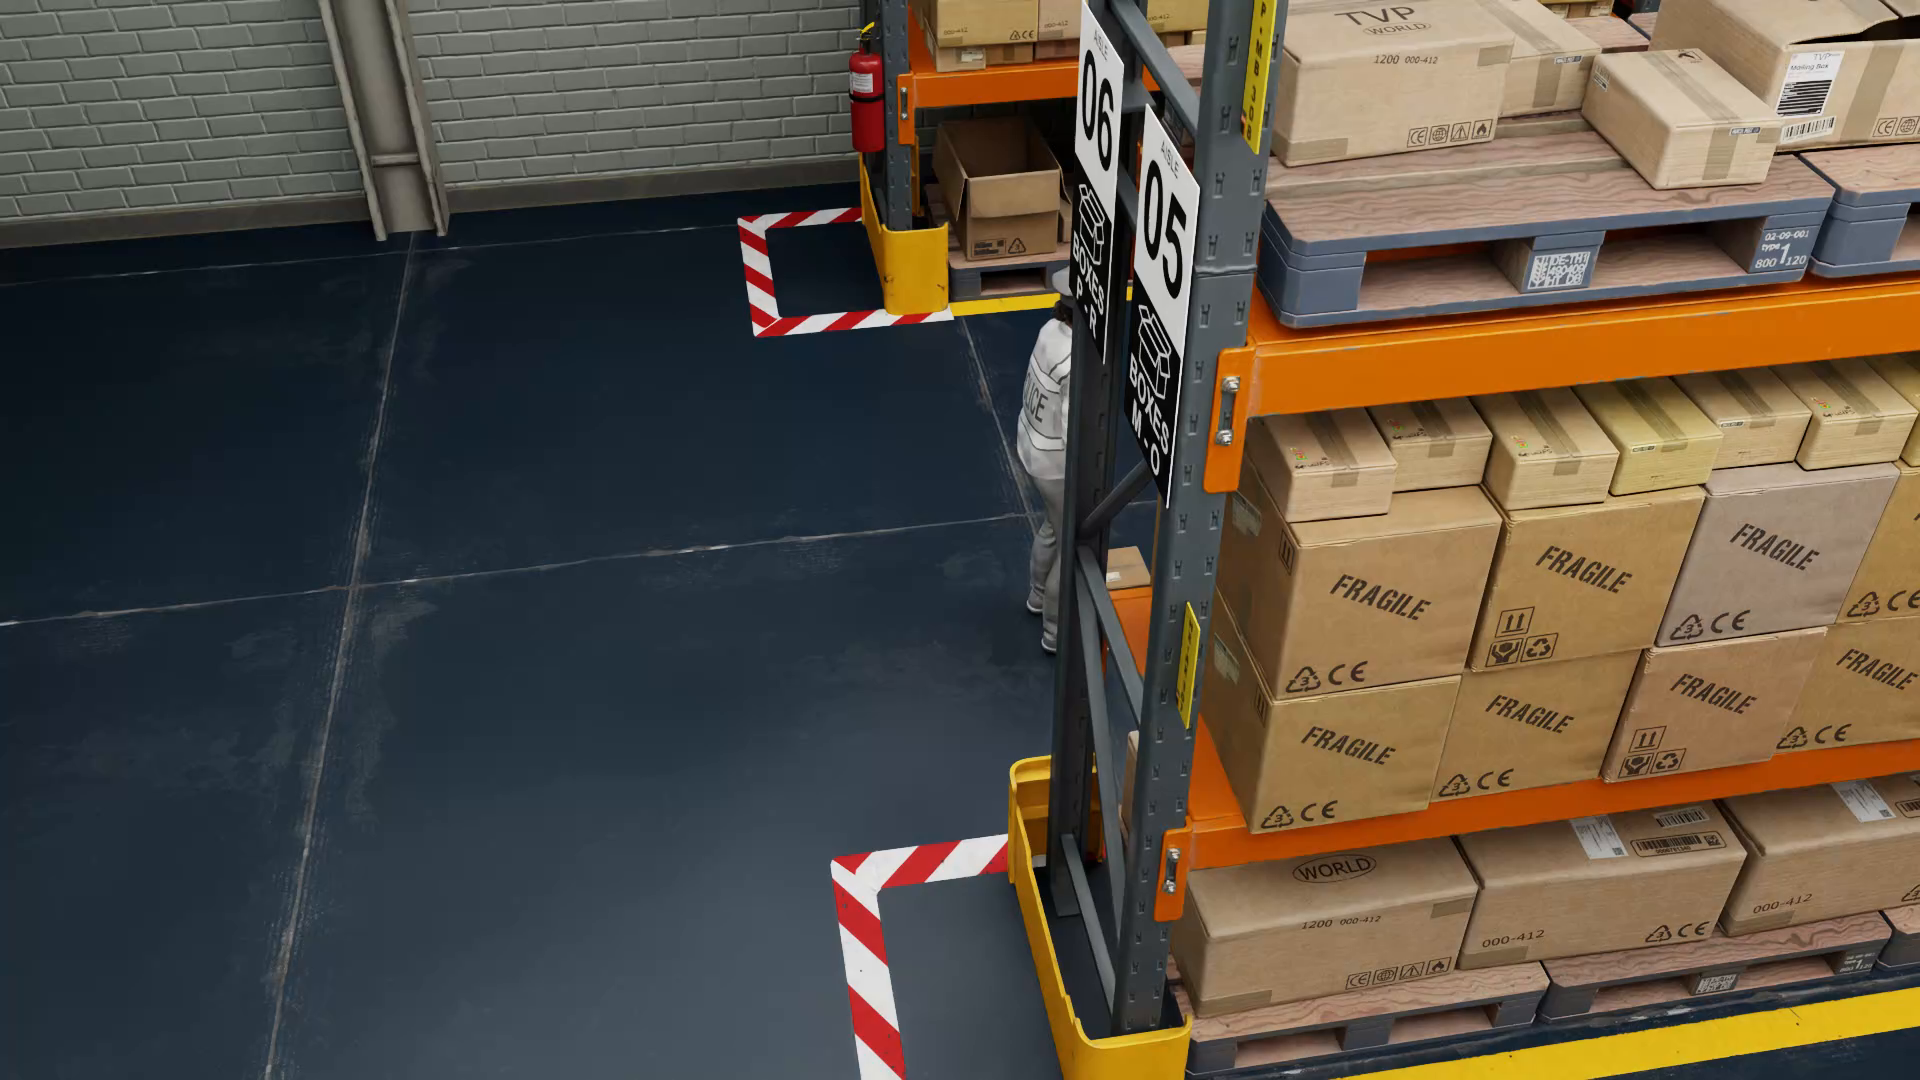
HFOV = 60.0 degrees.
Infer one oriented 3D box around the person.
[{"bbox_3d":[0.420,-0.311,6.536,0.374,1.664,0.541,-8,39,-9],"label":"person"}]
